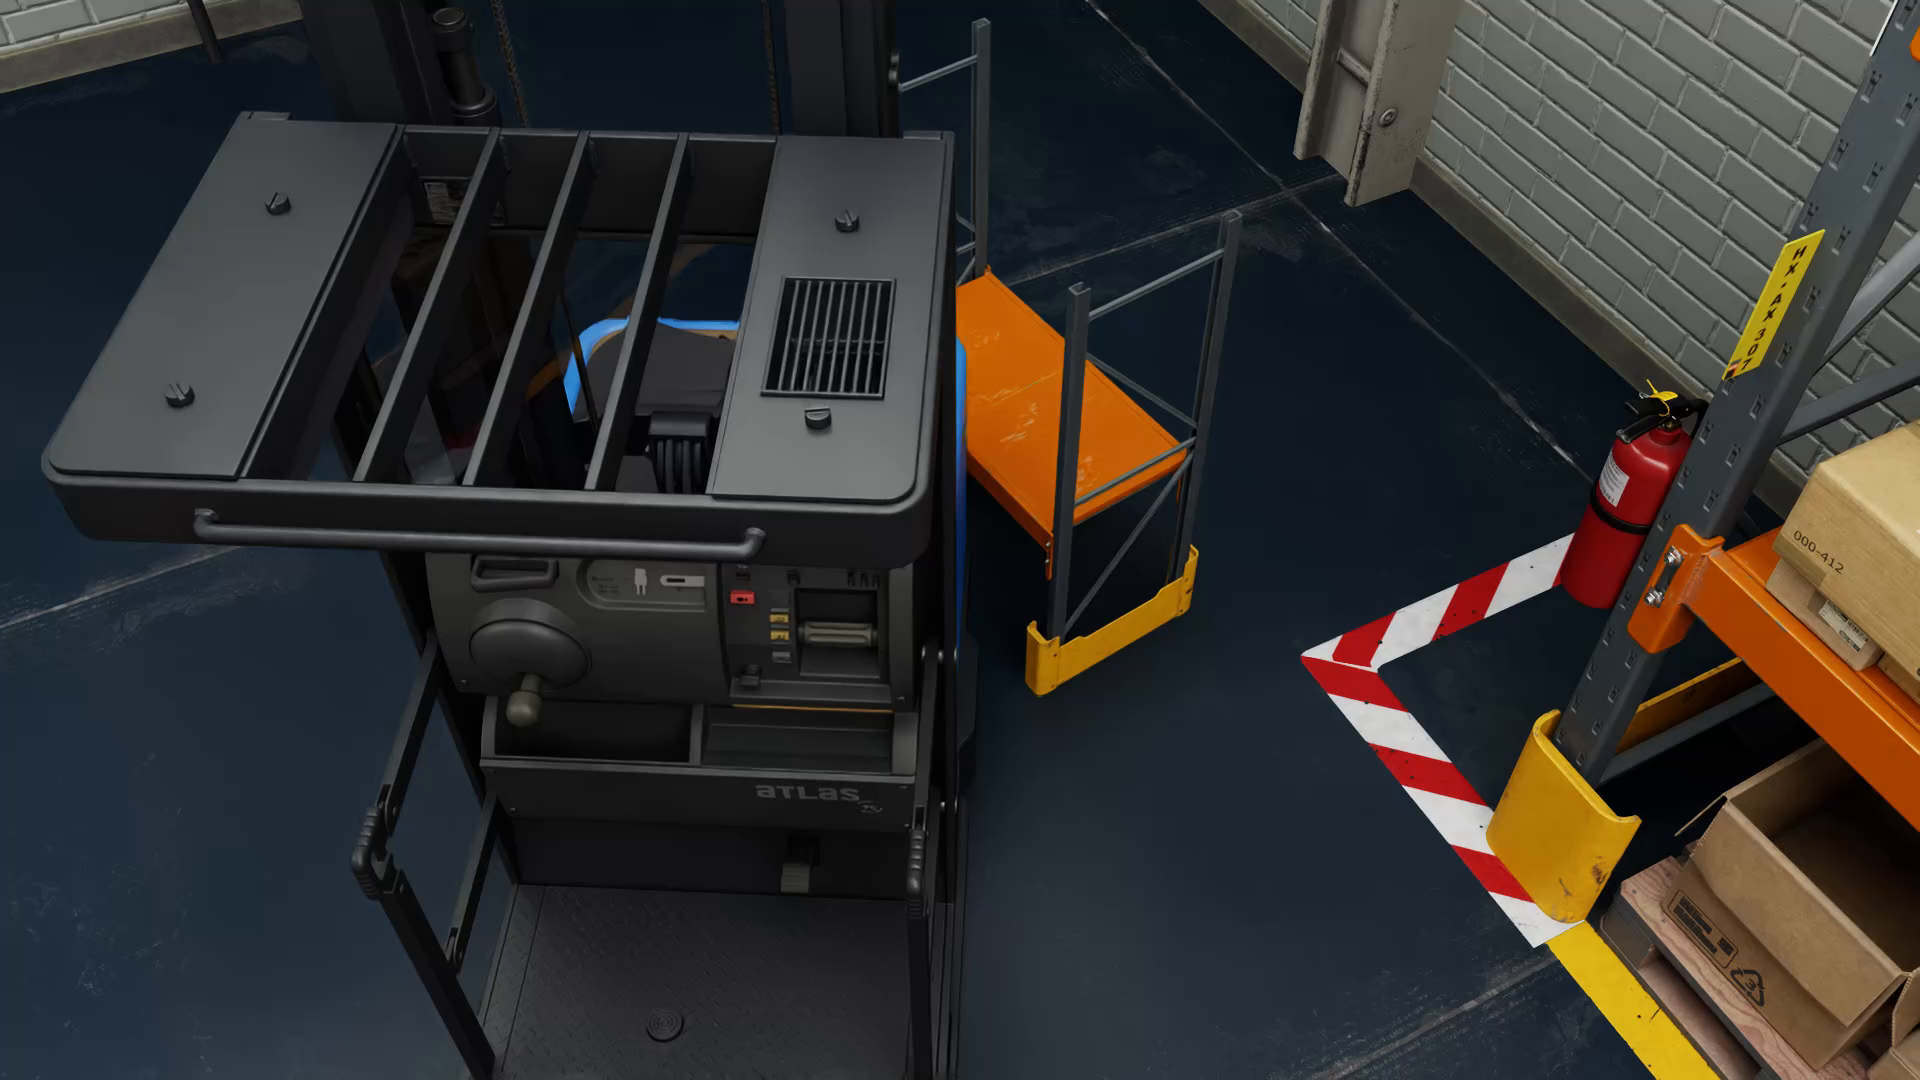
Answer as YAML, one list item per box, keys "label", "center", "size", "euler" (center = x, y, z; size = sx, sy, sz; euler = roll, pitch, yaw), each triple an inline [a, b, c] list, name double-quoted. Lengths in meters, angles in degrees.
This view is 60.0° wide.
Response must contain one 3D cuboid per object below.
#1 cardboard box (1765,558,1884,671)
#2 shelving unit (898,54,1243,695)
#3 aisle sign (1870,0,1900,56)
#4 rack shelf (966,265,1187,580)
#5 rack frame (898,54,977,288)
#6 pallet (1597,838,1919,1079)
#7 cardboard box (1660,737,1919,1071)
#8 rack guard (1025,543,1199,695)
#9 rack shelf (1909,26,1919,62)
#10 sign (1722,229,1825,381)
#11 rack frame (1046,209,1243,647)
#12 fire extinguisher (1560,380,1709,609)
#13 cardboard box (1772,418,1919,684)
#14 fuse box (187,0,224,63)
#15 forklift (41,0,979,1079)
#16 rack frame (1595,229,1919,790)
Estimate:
- label: "cardboard box"
  center: [1.883, 0.068, 3.365]
  size: [0.380, 0.149, 0.250]
  euler: [-22, 52, -18]
- label: "shelving unit"
  center: [0.159, -0.493, 4.684]
  size: [0.587, 1.500, 1.083]
  euler: [-28, 54, -22]
- label: "aisle sign"
  center: [1.684, -1.130, 2.518]
  size: [0.394, 0.787, 0.004]
  euler: [-21, 52, -18]
- label: "rack shelf"
  center: [0.164, -0.369, 4.815]
  size: [0.538, 0.185, 1.000]
  euler: [-28, 54, -22]
- label: "rack frame"
  center: [-0.128, -0.801, 4.954]
  size: [0.475, 1.308, 0.013]
  euler: [-28, 54, -22]
- label: "pallet"
  center: [2.377, 1.173, 4.084]
  size: [1.003, 0.211, 1.213]
  euler: [-21, 52, -18]
- label: "cardboard box"
  center: [2.172, 0.796, 3.940]
  size: [0.797, 0.503, 0.637]
  euler: [-23, 53, -19]
- label: "rack guard"
  center: [0.445, 0.225, 4.887]
  size: [0.587, 0.250, 0.087]
  euler: [-28, 54, -22]
- label: "rack shelf"
  center: [2.891, 0.258, 1.516]
  size: [1.077, 0.370, 4.000]
  euler: [-21, 52, -18]
- label: "sign"
  center: [1.494, -0.428, 3.056]
  size: [0.100, 0.325, 0.005]
  euler: [-21, 52, -18]
- label: "rack frame"
  center: [0.457, -0.174, 4.406]
  size: [0.500, 1.500, 0.032]
  euler: [-28, 54, -22]
- label: "fire extinguisher"
  center: [1.498, -0.121, 3.662]
  size: [0.296, 0.674, 0.183]
  euler: [-21, 52, -18]
- label: "cardboard box"
  center: [1.944, 0.018, 3.143]
  size: [0.500, 0.250, 0.500]
  euler: [-21, 52, -17]
- label: "fuse box"
  center: [-3.102, -2.585, 6.374]
  size: [0.539, 1.711, 0.414]
  euler: [-21, 52, -18]
- label: "forklift"
  center: [-0.561, 0.278, 3.060]
  size: [1.130, 2.935, 3.031]
  euler: [2, 49, 2]
- label: "rack frame"
  center: [1.973, -0.328, 3.544]
  size: [0.949, 2.616, 0.053]
  euler: [-21, 52, -18]
